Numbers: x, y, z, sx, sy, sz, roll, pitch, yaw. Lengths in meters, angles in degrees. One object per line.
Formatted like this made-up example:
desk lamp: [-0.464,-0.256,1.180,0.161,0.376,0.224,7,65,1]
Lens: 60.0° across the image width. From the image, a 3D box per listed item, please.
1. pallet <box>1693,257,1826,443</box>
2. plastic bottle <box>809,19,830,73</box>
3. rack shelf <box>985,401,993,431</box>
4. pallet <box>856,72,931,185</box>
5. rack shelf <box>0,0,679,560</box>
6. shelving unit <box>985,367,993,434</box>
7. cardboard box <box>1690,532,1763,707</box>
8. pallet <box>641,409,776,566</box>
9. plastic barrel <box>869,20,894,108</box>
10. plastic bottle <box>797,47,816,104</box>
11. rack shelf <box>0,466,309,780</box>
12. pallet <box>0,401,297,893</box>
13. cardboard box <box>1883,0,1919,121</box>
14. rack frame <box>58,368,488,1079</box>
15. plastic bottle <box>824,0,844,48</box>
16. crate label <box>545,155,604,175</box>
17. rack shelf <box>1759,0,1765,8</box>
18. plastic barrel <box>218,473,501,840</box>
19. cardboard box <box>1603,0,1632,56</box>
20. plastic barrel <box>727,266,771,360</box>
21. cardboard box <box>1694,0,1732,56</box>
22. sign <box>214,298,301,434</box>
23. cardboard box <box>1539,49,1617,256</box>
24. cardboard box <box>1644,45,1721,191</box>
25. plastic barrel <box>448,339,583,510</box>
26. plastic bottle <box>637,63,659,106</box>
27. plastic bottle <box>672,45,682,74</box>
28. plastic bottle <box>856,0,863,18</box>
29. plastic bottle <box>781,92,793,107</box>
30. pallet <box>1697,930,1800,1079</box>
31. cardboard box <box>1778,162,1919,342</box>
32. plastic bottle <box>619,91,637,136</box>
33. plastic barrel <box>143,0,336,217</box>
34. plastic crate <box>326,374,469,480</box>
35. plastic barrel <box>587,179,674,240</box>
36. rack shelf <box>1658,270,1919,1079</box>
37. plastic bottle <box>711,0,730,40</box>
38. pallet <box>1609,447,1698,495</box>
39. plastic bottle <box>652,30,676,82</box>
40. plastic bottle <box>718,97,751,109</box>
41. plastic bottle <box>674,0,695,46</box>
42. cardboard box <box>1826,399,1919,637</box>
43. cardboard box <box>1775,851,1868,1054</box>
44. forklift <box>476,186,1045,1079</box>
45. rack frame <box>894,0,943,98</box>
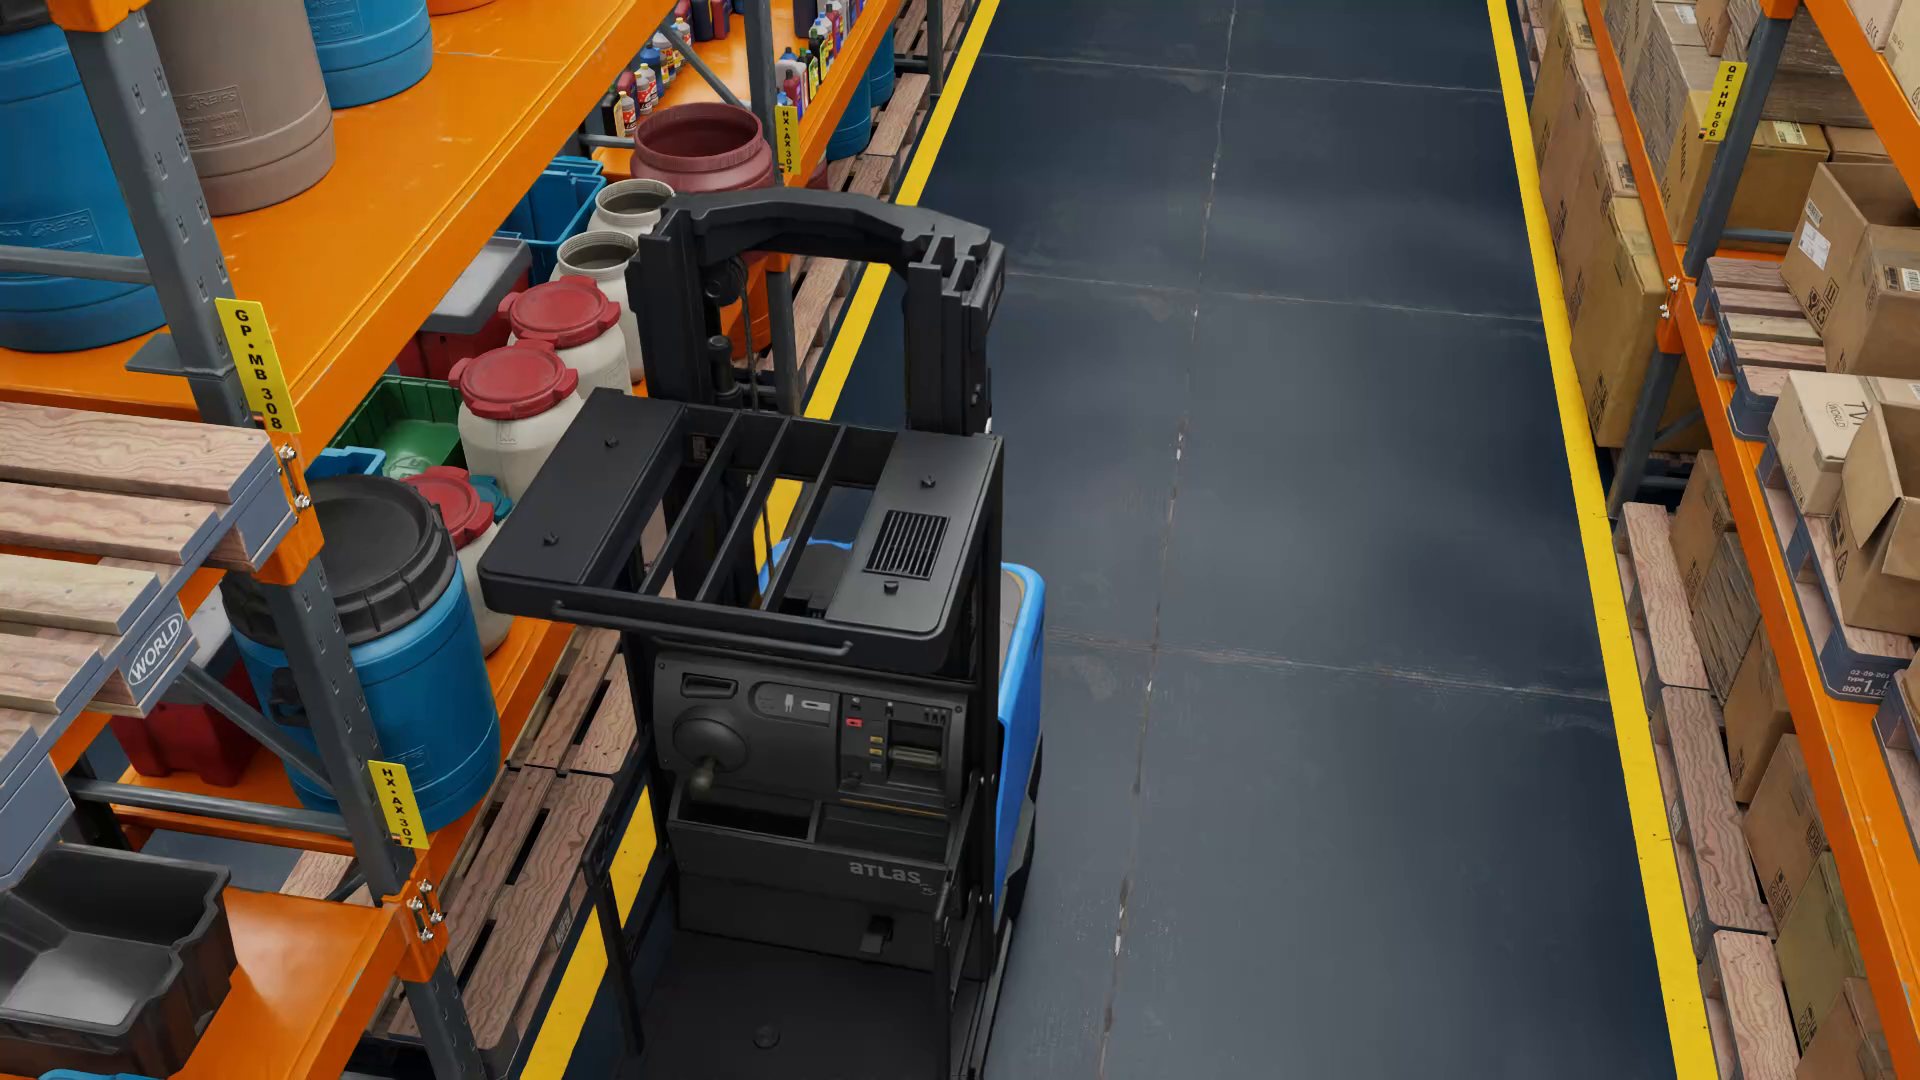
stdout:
pallet: [3.549,-0.699,6.391,1.213,0.211,1.003,6,40,8]
plastic bottle: [-0.727,-2.553,8.584,0.097,0.271,0.097,0,40,0]
rack shelf: [0.001,-0.534,7.319,0.258,0.077,0.200,6,40,8]
pallet: [-0.793,-2.734,10.891,1.003,0.211,1.213,6,40,8]
rack shelf: [-1.657,-1.401,5.301,1.077,0.370,4.000,6,40,8]
shelving unit: [0.001,-0.352,7.469,0.258,0.900,0.210,6,40,8]
cardboard box: [3.388,0.334,6.608,0.700,0.500,0.500,3,40,4]
pallet: [-1.483,-0.221,7.852,1.003,0.211,1.213,6,40,8]
plastic barrel: [-0.729,-3.302,10.707,0.600,0.901,0.708,6,40,8]
plastic bottle: [-0.769,-2.338,8.315,0.061,0.283,0.133,6,40,8]
rack shelf: [-2.349,1.109,2.265,1.077,0.370,4.000,6,40,8]
pallet: [-2.032,0.113,3.053,1.213,0.211,1.003,6,40,8]
cardboard box: [3.067,-1.417,4.874,0.500,0.250,0.500,7,40,9]
rack frame: [-2.003,0.733,4.510,1.000,3.000,0.127,6,40,8]
plastic bottle: [-0.671,-2.759,8.833,0.097,0.271,0.097,0,40,0]
crate label: [-1.753,-1.490,7.330,0.303,0.233,0.416,6,40,8]
rack shelf: [3.914,-3.366,7.677,1.077,0.370,4.000,6,40,8]
plastic barrel: [-1.638,0.330,4.603,0.600,0.901,0.708,6,40,8]
cardboard box: [3.761,-2.890,8.813,0.500,0.500,0.500,6,40,7]
plastic barrel: [-1.243,-1.412,8.477,0.600,0.830,0.708,6,40,8]
cardboard box: [3.825,-2.522,7.581,0.797,0.503,0.637,7,40,9]
sign: [-1.463,-0.359,3.469,0.100,0.325,0.005,6,40,8]
cardboard box: [4.015,-2.120,9.298,1.225,0.875,0.875,5,40,6]
cardboard box: [3.501,-1.919,7.639,0.500,0.500,0.500,6,40,7]
plastic barrel: [-1.494,-0.356,5.720,0.433,0.535,0.433,0,40,0]
plastic bottle: [-1.566,-2.278,8.308,0.097,0.201,0.097,0,40,0]
plastic bottle: [-1.499,-2.523,8.603,0.097,0.201,0.097,0,40,0]
plastic bottle: [-0.577,-3.034,9.157,0.061,0.283,0.133,6,40,8]
plastic bottle: [-0.854,-2.068,8.053,0.097,0.201,0.097,0,40,0]
pallet: [3.009,1.865,5.329,1.003,0.211,1.213,6,40,8]
cardboard box: [3.513,-1.089,6.305,0.500,0.500,0.500,2,40,2]
plastic bottle: [-1.623,-2.072,8.059,0.097,0.201,0.097,0,40,0]
plastic barrel: [-2.015,-1.370,4.306,0.600,0.901,0.600,0,40,0]
plastic crate: [-1.980,-0.310,5.937,0.450,0.188,0.662,6,40,8]
plastic barrel: [-1.278,-1.152,6.701,0.421,0.512,0.421,0,40,0]
rack shelf: [3.221,0.301,5.597,1.077,0.370,4.000,6,40,8]
plastic bottle: [-1.289,-2.851,8.936,0.061,0.283,0.133,6,40,8]
pallet: [3.778,-0.643,8.362,1.003,0.211,1.213,6,40,8]
plastic bottle: [-1.516,-2.489,8.507,0.097,0.271,0.097,0,40,0]
plastic bottle: [-1.067,-1.983,7.891,0.152,0.276,0.135,6,40,8]
plastic bottle: [-1.463,-2.751,8.815,0.061,0.283,0.133,6,40,8]
cardboard box: [3.084,-0.021,5.011,0.797,0.503,0.637,10,41,12]
cardboard box: [3.104,1.392,5.328,0.700,0.500,0.500,6,40,7]
forklift: [-0.482,0.652,4.662,1.130,2.935,3.031,7,40,9]
rack frame: [-0.619,-4.288,10.582,1.000,3.000,0.127,6,40,8]
